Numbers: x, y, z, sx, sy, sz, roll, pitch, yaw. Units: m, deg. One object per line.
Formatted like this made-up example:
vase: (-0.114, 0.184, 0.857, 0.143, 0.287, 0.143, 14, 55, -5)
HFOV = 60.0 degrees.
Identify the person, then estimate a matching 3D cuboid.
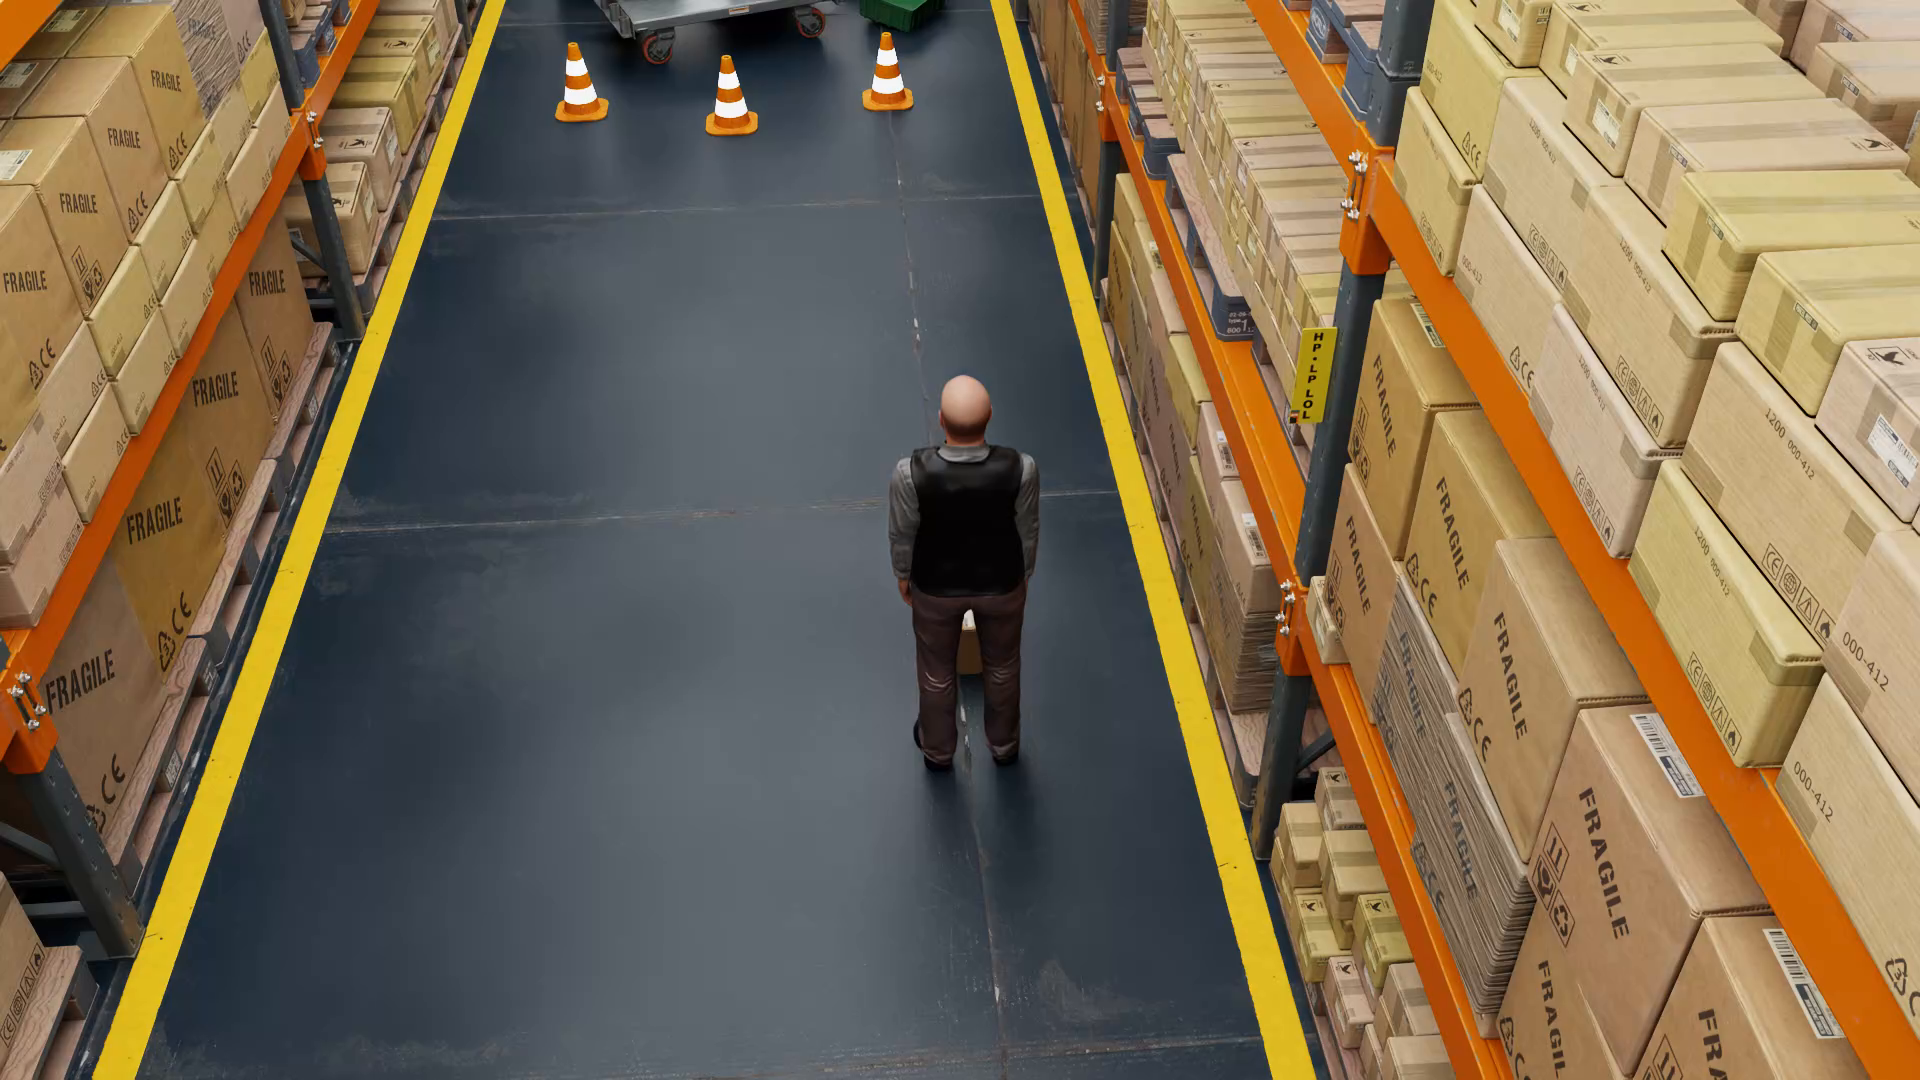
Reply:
person: (0.011, 0.137, 6.005, 0.532, 1.721, 0.355, -2, 39, -3)
